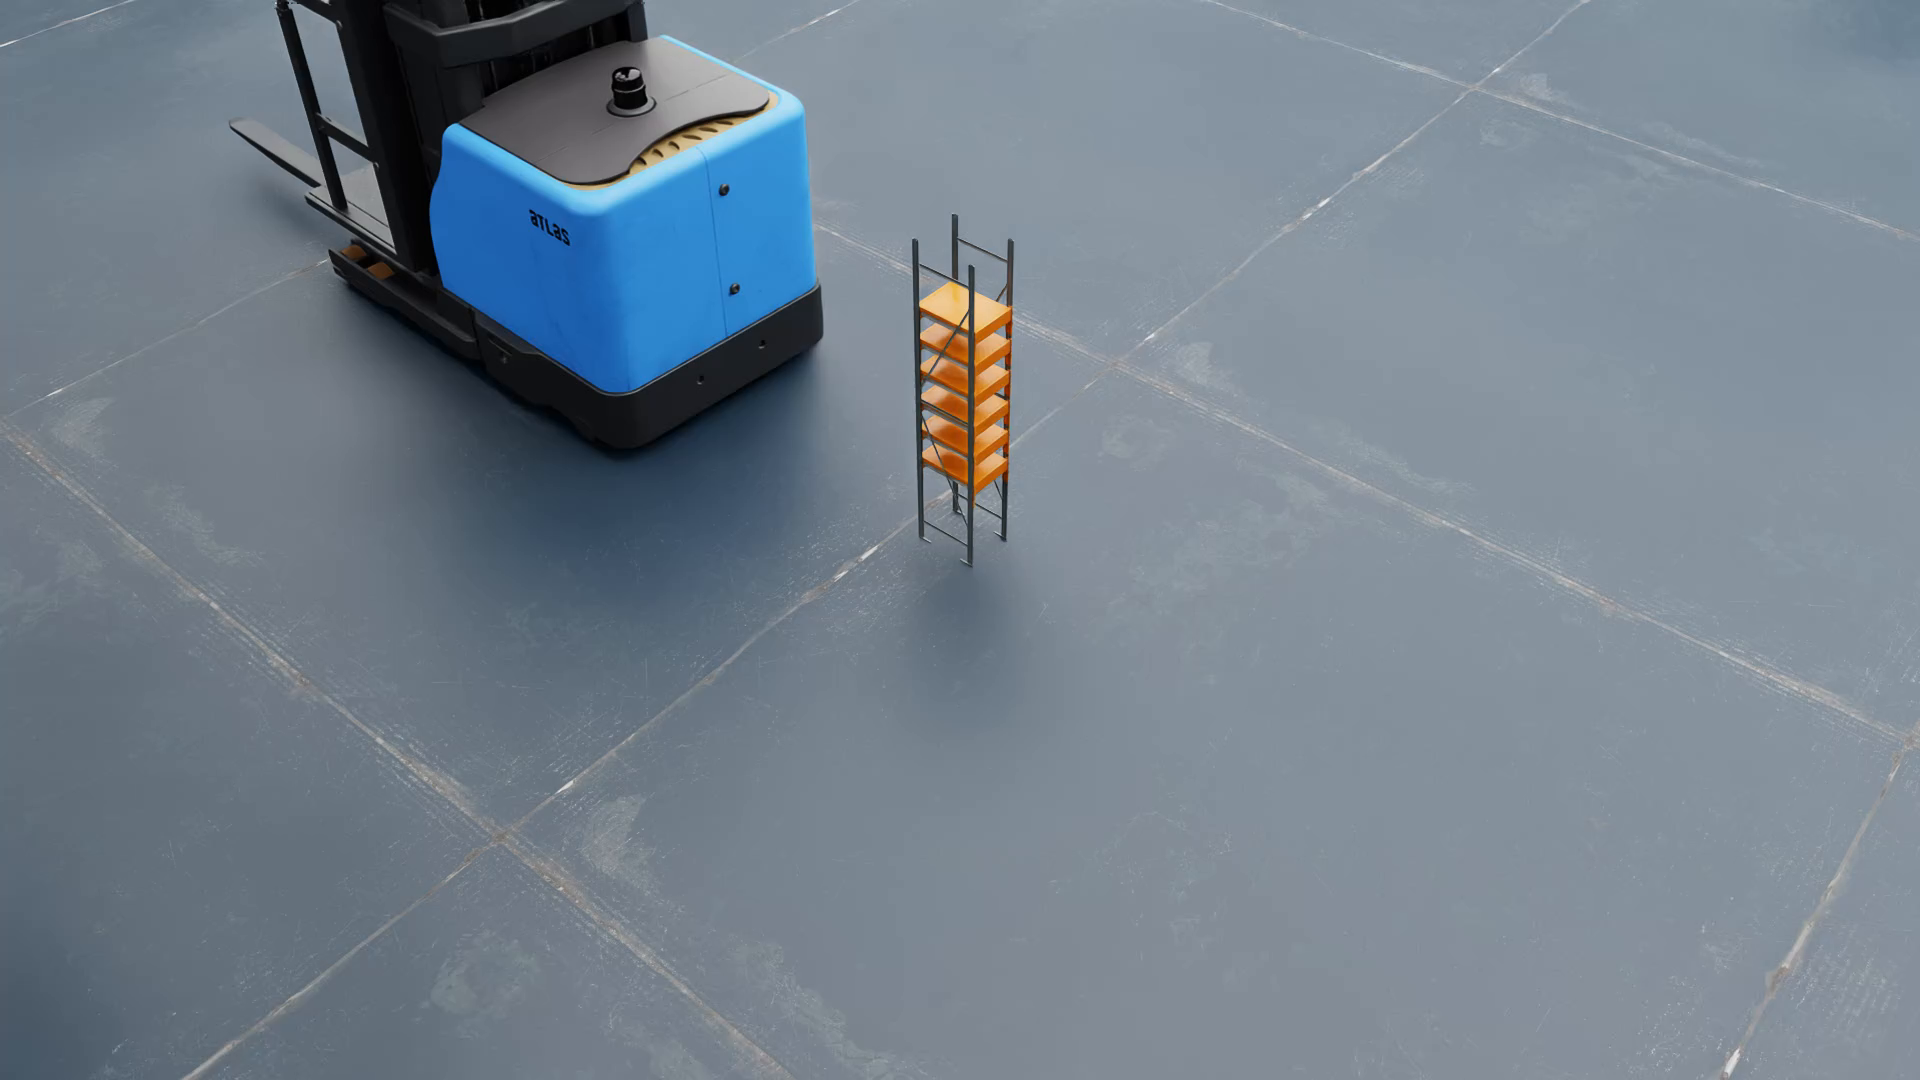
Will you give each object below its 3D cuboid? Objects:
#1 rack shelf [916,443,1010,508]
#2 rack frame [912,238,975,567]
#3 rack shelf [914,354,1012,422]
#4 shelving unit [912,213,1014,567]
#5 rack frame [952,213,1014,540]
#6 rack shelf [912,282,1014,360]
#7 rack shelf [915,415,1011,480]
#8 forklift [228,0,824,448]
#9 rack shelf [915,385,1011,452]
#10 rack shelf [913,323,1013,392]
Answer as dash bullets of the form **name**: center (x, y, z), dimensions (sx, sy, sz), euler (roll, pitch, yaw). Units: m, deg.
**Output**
- **rack shelf**: center (0.009, -0.241, 5.546), dimensions (0.258, 0.103, 0.180), euler (29, 50, 28)
- **rack frame**: center (-0.050, -0.404, 5.303), dimensions (0.240, 1.200, 0.006), euler (29, 50, 28)
- **rack shelf**: center (0.009, -0.507, 5.304), dimensions (0.258, 0.103, 0.180), euler (29, 50, 28)
- **shelving unit**: center (0.009, -0.451, 5.355), dimensions (0.258, 1.200, 0.189), euler (29, 50, 28)
- **rack frame**: center (0.068, -0.498, 5.406), dimensions (0.240, 1.200, 0.006), euler (29, 50, 28)
- **rack shelf**: center (0.009, -0.685, 5.142), dimensions (0.258, 0.103, 0.180), euler (29, 50, 28)
- **rack shelf**: center (0.009, -0.330, 5.465), dimensions (0.258, 0.103, 0.180), euler (29, 50, 28)
- **forklift**: center (-1.960, -2.281, 6.080), dimensions (3.031, 2.935, 1.130), euler (32, 51, 30)
- **rack shelf**: center (0.009, -0.419, 5.384), dimensions (0.258, 0.103, 0.180), euler (29, 50, 28)
- **rack shelf**: center (0.009, -0.596, 5.223), dimensions (0.258, 0.103, 0.180), euler (29, 50, 28)
